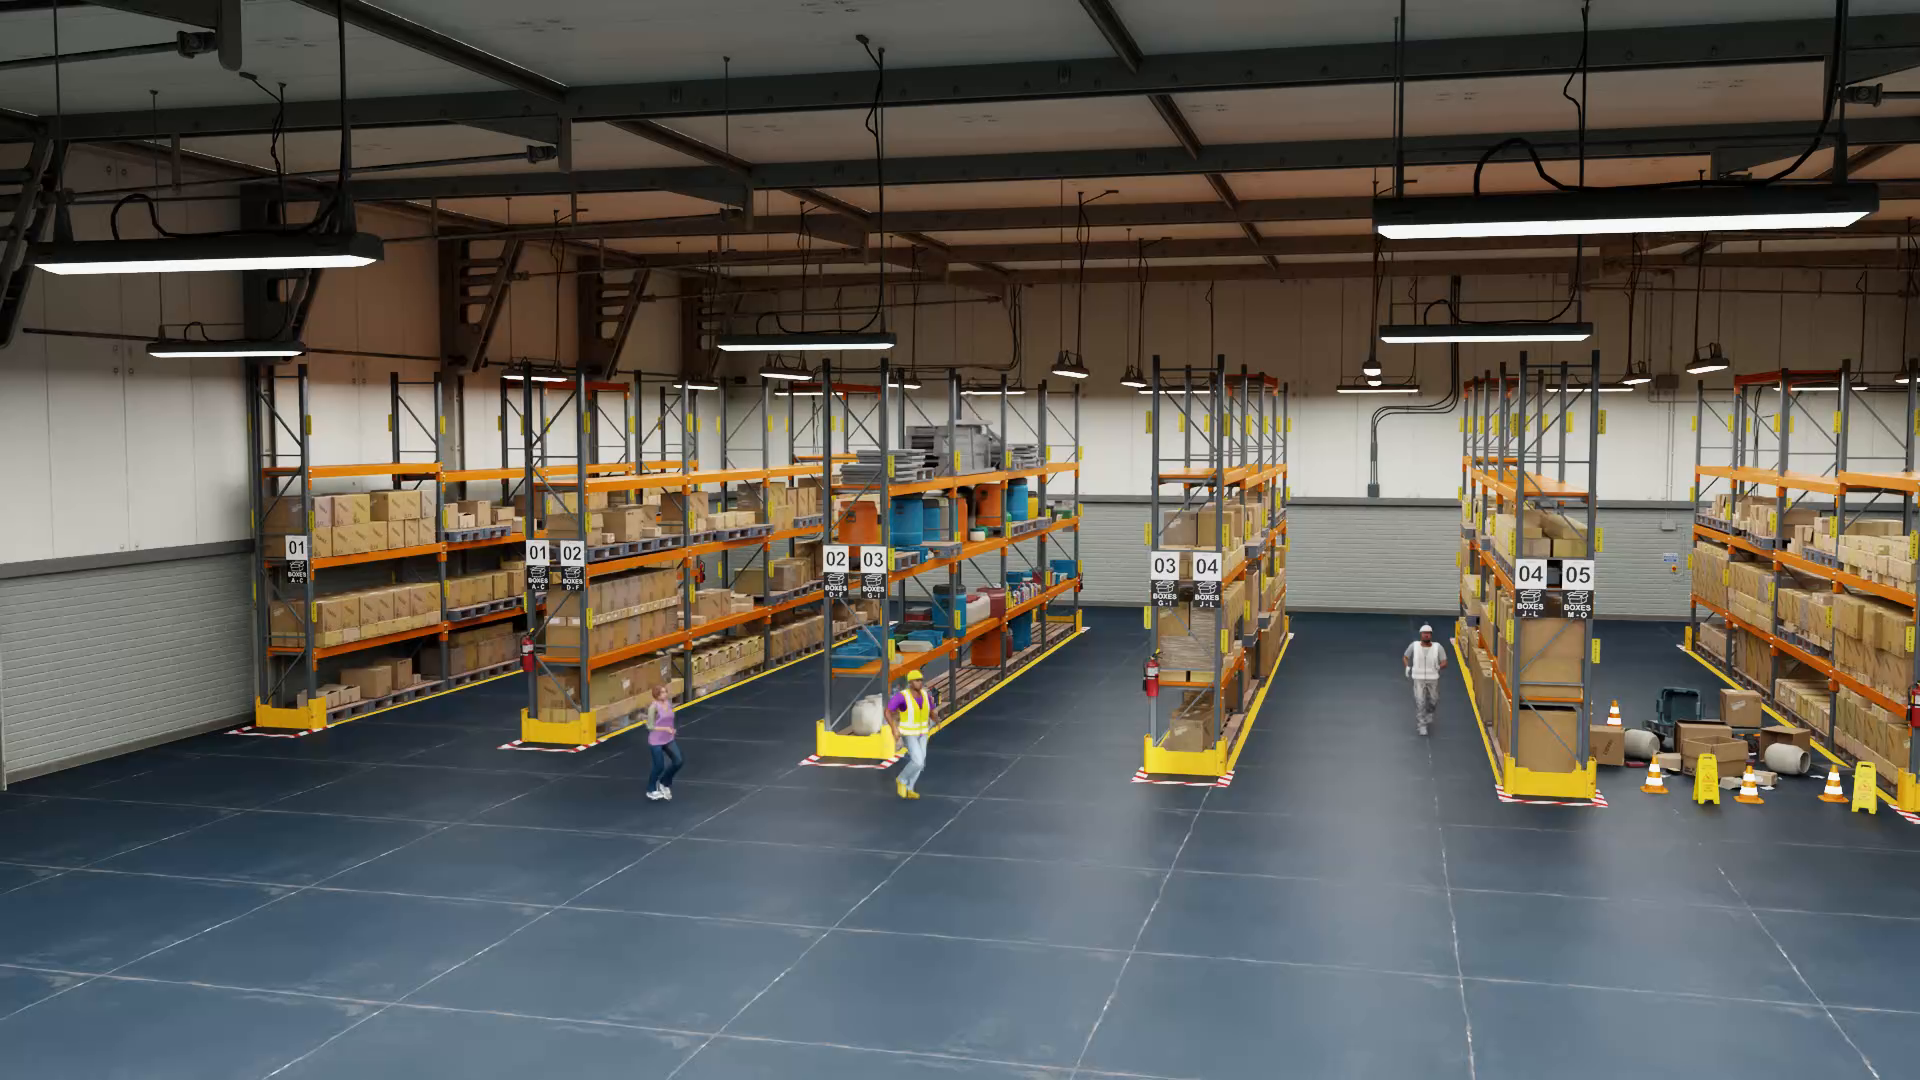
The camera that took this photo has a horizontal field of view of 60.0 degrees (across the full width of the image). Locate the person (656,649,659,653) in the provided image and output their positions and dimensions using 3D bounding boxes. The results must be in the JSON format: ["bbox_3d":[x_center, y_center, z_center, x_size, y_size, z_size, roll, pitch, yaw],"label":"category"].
[{"bbox_3d":[-6.211,1.816,33.719,0.657,1.722,0.607,1,4,8],"label":"person"}]

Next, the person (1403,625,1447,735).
[{"bbox_3d":[7.558,2.261,27.029,0.698,1.756,0.886,1,4,12],"label":"person"}]

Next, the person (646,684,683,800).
[{"bbox_3d":[-3.932,2.687,22.035,0.639,1.578,0.509,3,5,37],"label":"person"}]

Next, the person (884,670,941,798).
[{"bbox_3d":[-0.576,2.599,22.217,0.705,1.729,0.582,-4,5,-43],"label":"person"}]
